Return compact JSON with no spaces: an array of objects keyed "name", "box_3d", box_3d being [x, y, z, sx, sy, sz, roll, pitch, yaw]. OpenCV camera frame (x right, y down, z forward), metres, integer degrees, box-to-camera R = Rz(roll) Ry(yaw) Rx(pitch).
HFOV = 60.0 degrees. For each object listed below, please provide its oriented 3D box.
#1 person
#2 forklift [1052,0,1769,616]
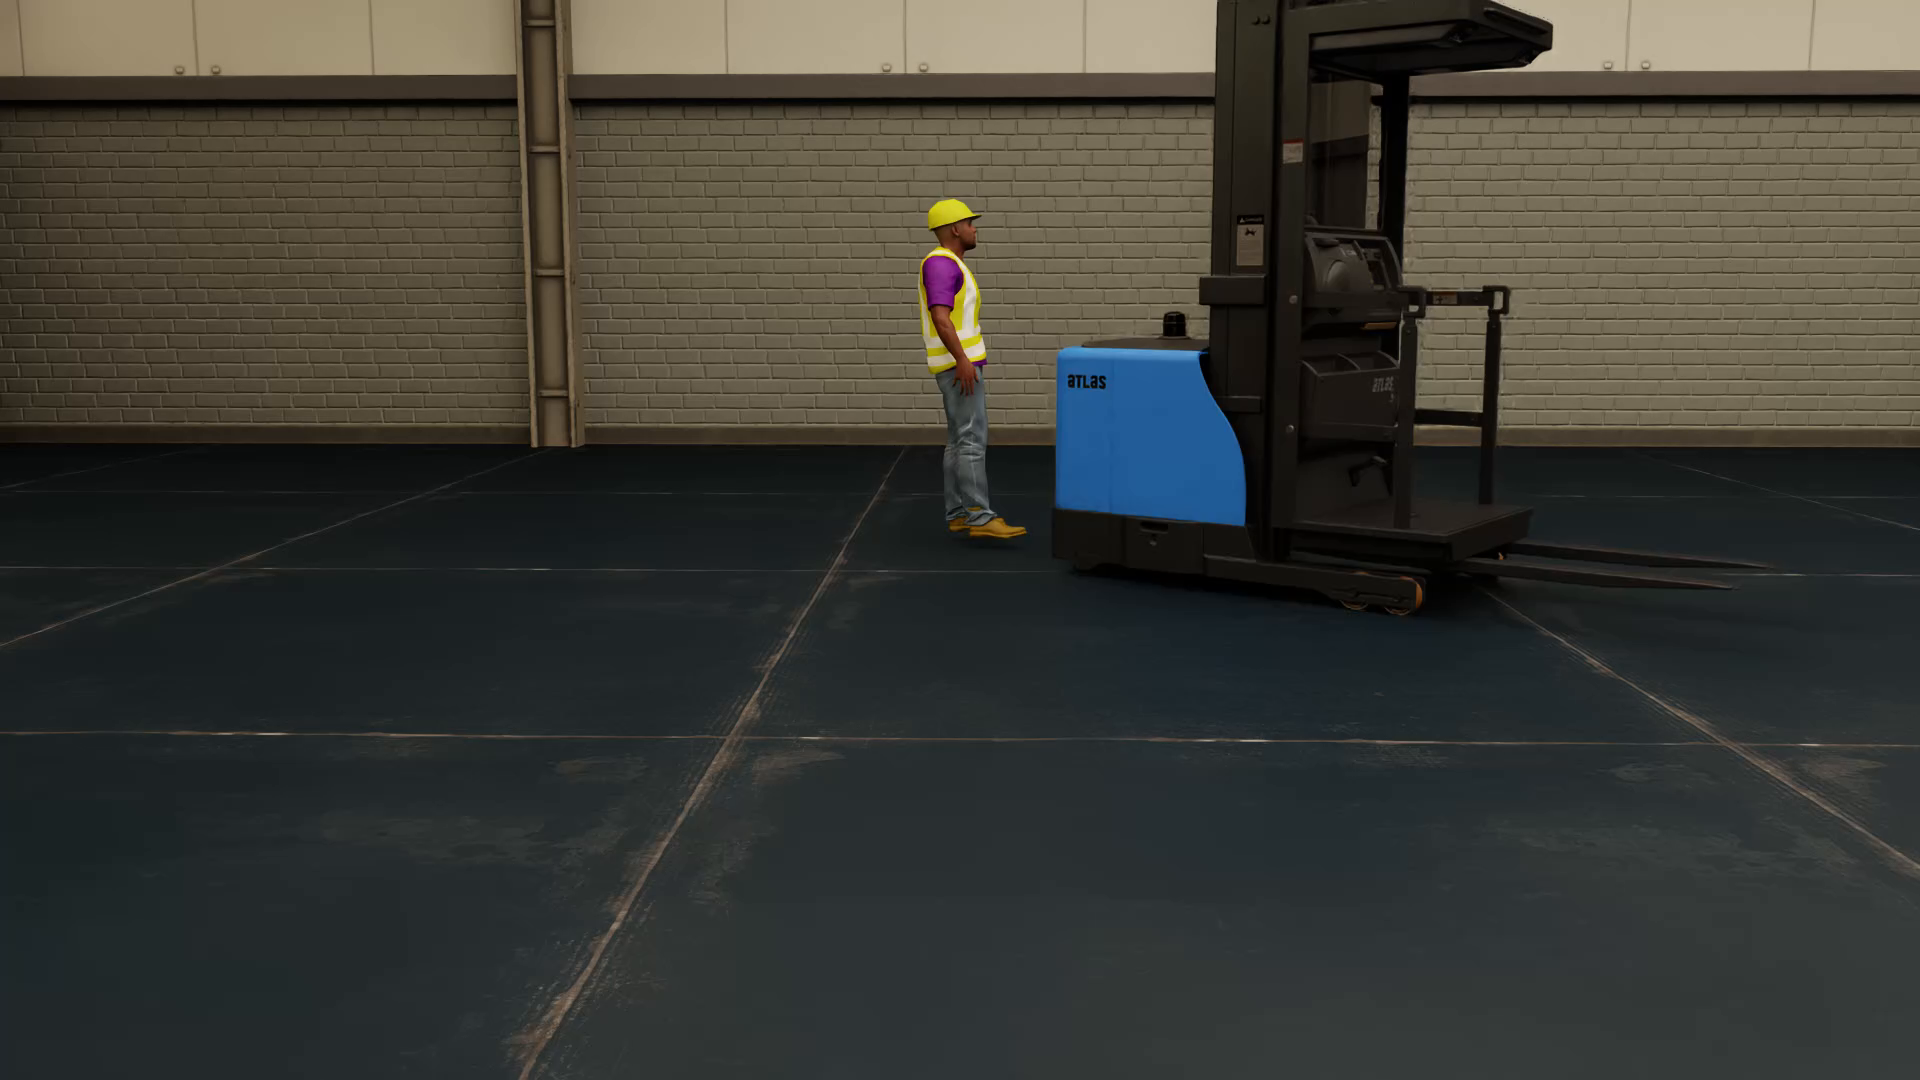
[{"name":"person","box_3d":[0.069,-0.919,8.854,0.577,1.765,0.665,0,9,1]},{"name":"forklift","box_3d":[1.924,-1.223,7.299,3.031,2.935,1.130,7,11,37]}]
